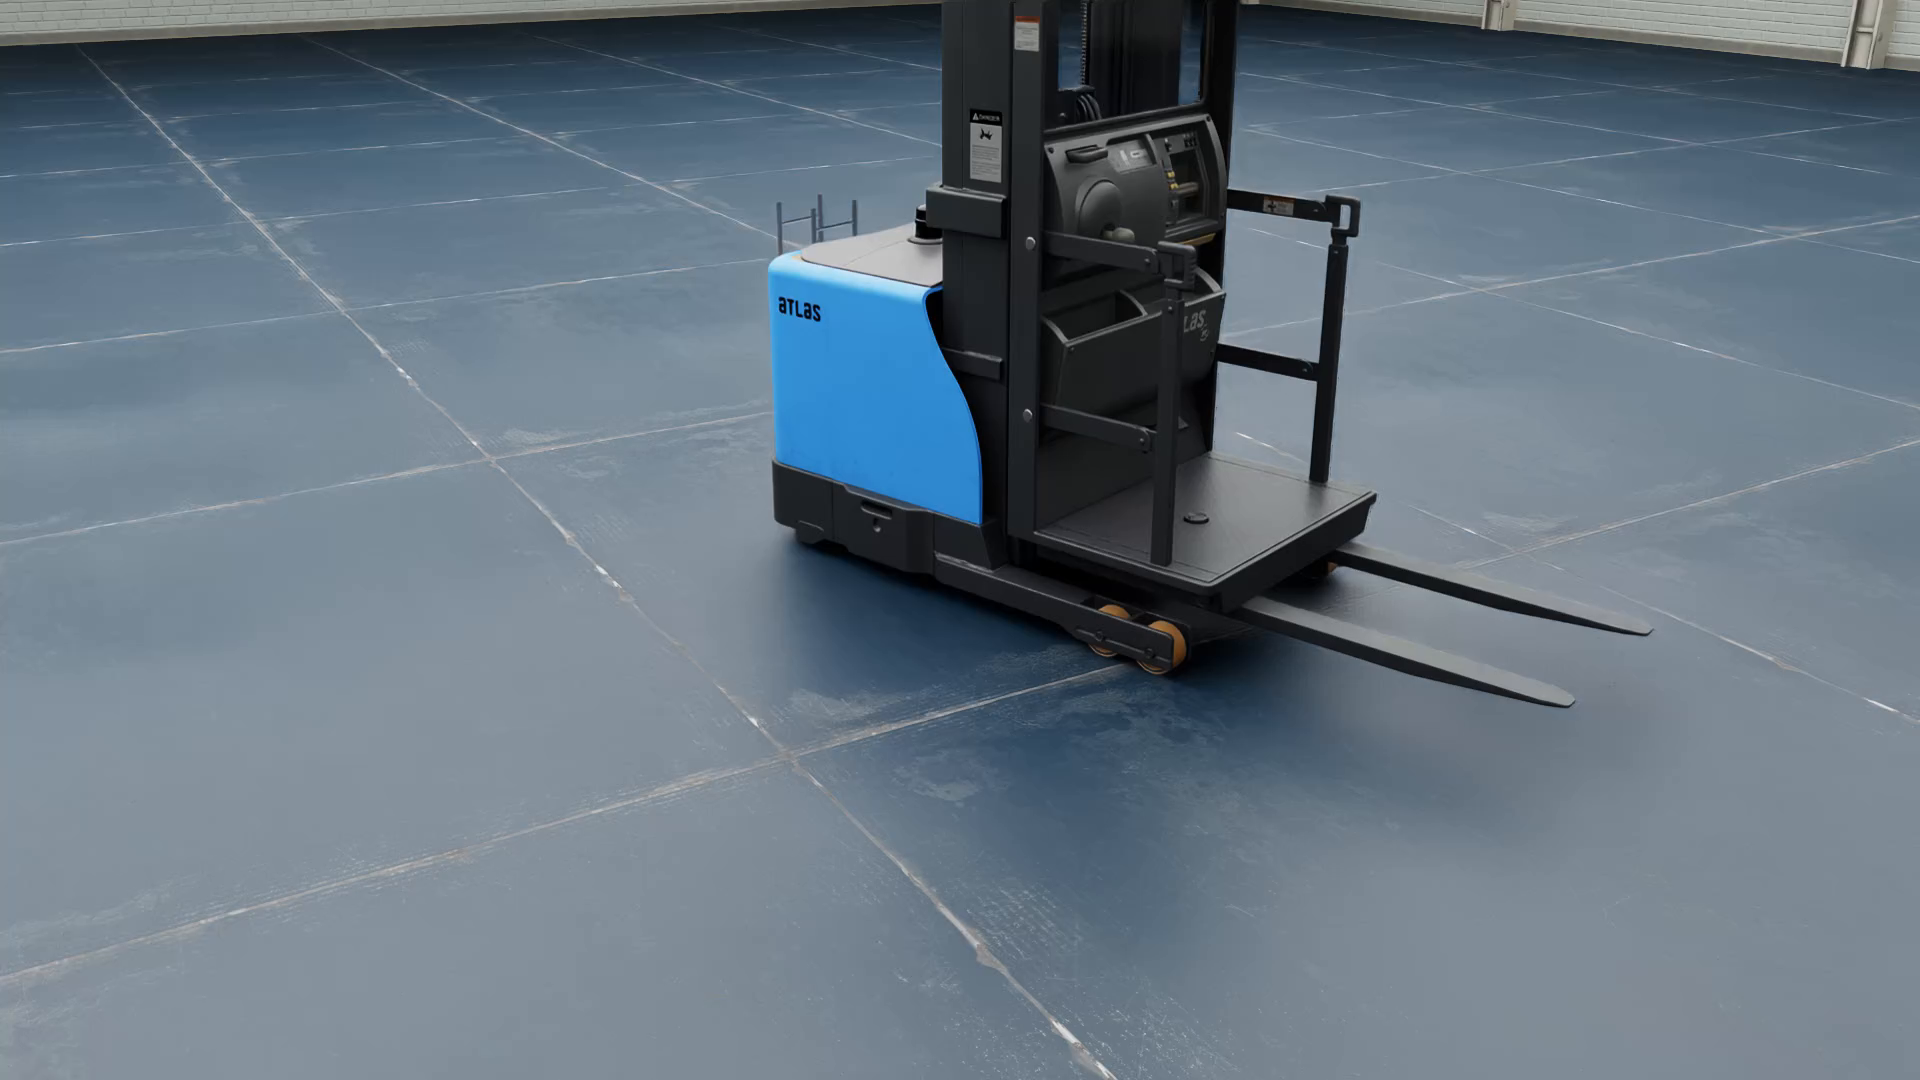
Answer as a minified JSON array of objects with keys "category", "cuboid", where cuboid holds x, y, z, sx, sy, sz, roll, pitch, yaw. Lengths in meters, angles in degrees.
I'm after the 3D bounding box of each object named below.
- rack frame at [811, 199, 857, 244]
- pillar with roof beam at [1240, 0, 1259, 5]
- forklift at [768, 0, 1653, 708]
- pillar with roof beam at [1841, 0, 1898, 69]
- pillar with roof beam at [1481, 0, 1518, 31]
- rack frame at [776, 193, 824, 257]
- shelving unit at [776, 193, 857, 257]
[{"category":"rack frame","cuboid":[-0.471,-0.702,6.445,0.006,1.200,0.240,18,28,37]},{"category":"pillar with roof beam","cuboid":[1.577,-13.205,26.848,9.100,9.000,0.400,-13,25,-28]},{"category":"forklift","cuboid":[0.742,-1.156,5.263,3.031,2.935,1.130,18,28,37]},{"category":"pillar with roof beam","cuboid":[7.706,-9.320,17.291,9.100,9.000,0.400,-13,25,-28]},{"category":"pillar with roof beam","cuboid":[4.642,-11.262,22.069,9.100,9.000,0.400,-13,25,-28]},{"category":"rack frame","cuboid":[-0.611,-0.746,6.555,0.006,1.200,0.240,18,28,37]},{"category":"shelving unit","cuboid":[-0.541,-0.724,6.500,0.189,1.200,0.258,18,28,37]}]
